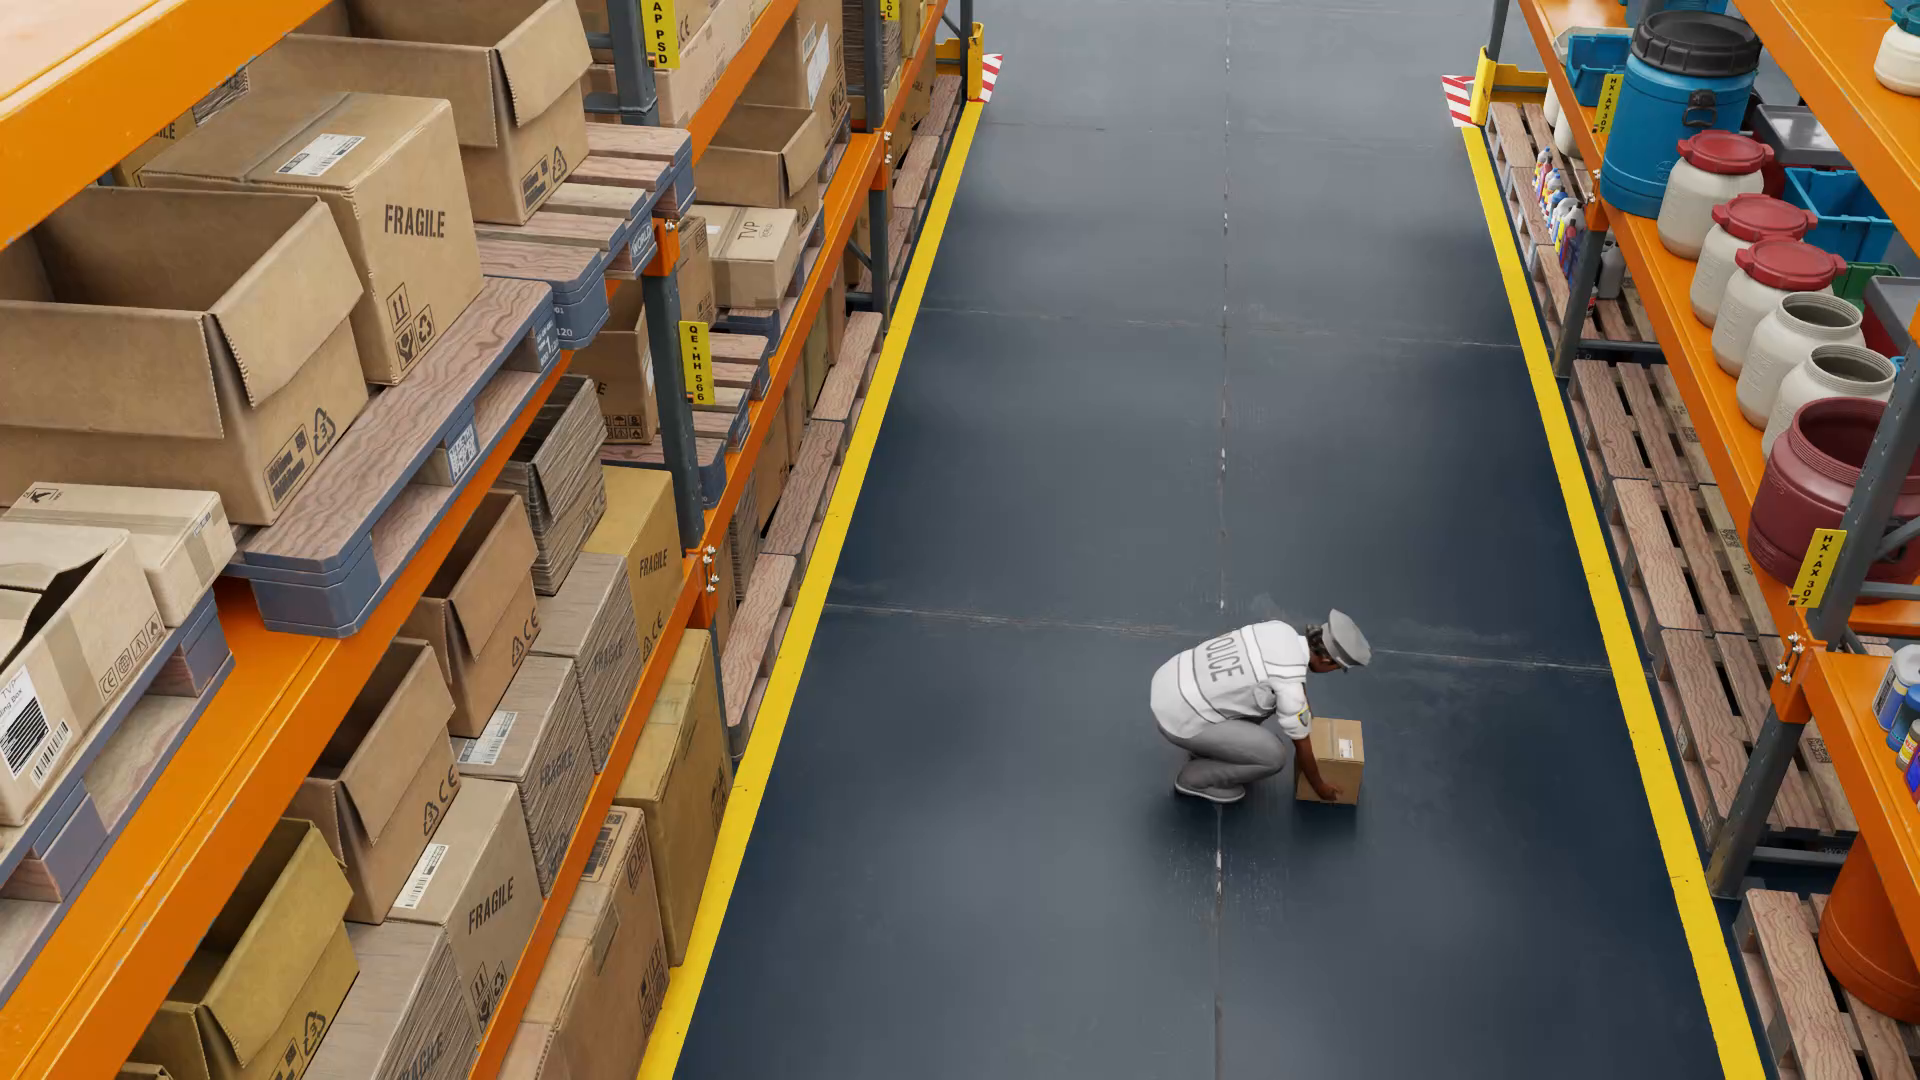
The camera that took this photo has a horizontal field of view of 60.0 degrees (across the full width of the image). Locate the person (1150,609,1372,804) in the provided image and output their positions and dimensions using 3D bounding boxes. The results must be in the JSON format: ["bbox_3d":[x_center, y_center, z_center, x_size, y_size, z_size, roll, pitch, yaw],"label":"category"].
[{"bbox_3d":[1.220,0.669,6.841,0.867,0.847,0.475,4,37,6],"label":"person"}]
